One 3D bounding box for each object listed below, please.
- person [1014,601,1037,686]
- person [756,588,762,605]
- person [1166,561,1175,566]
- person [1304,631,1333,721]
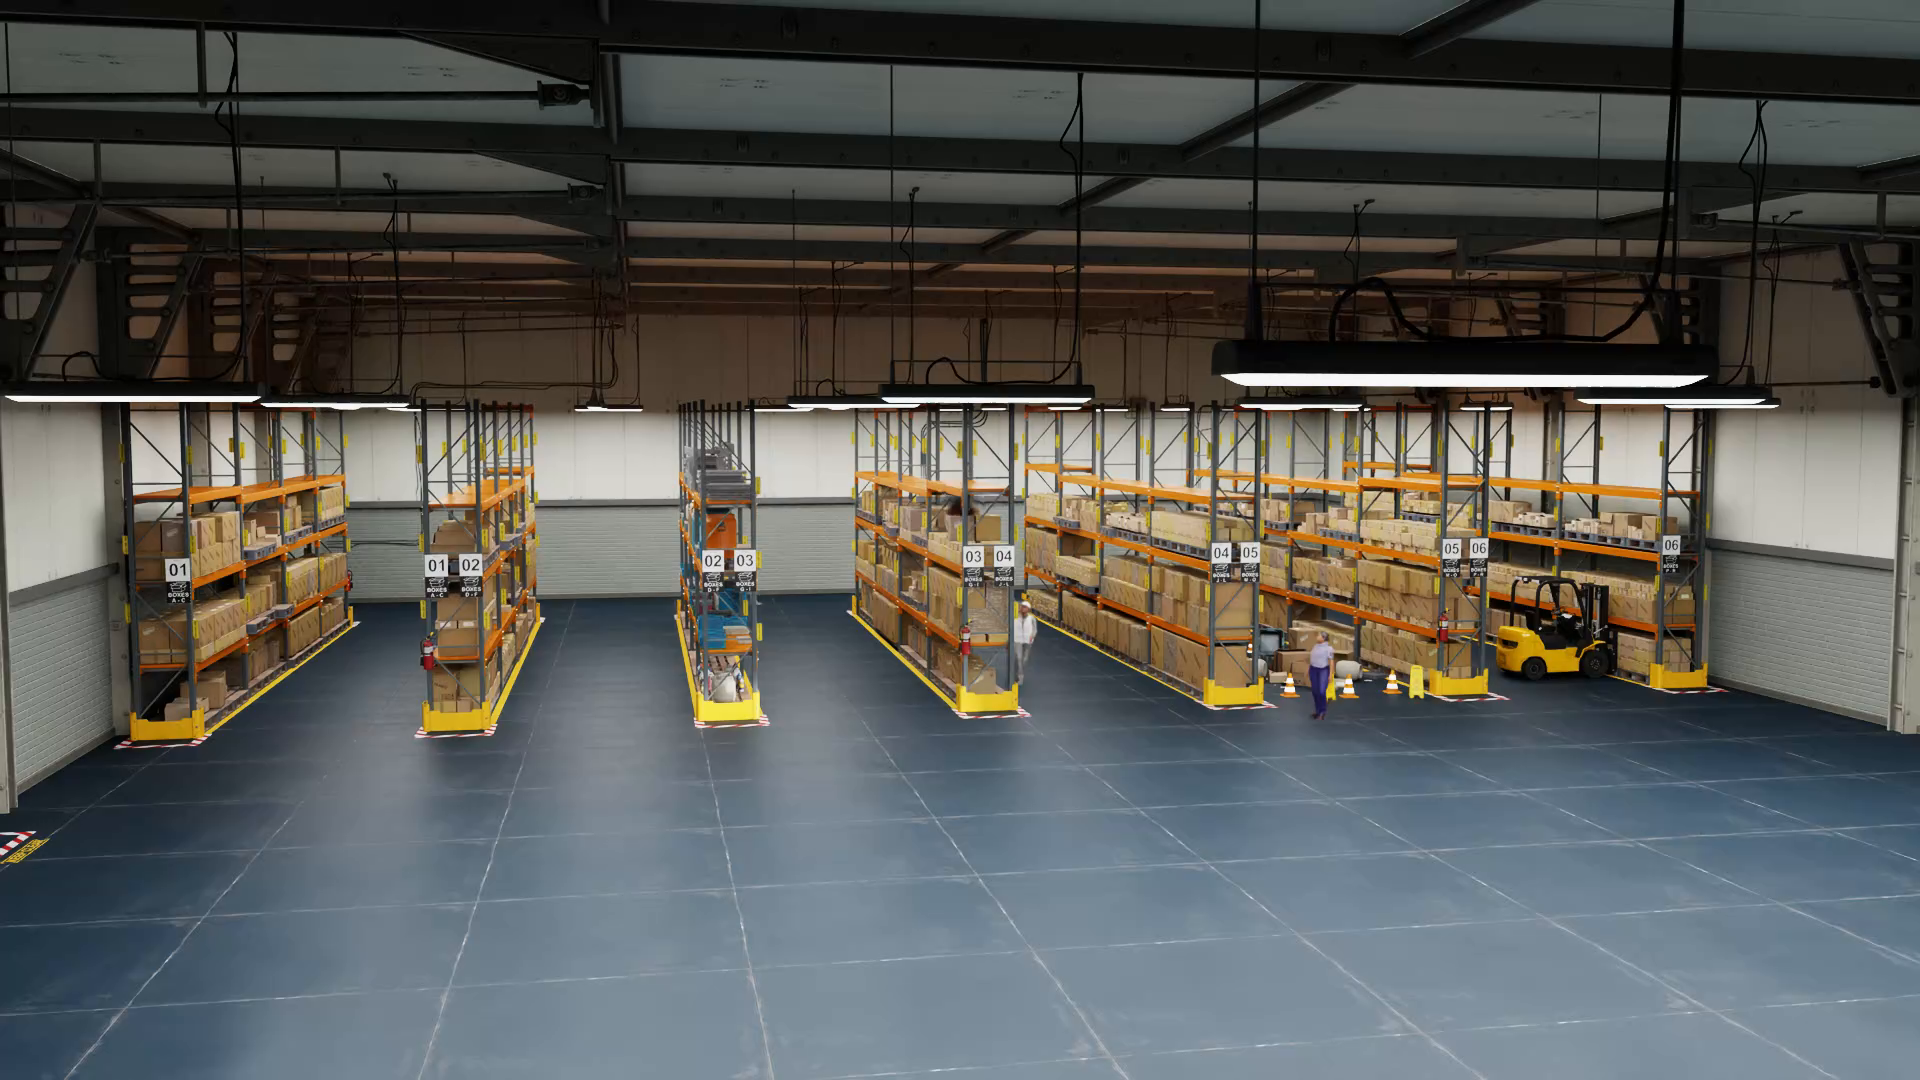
[{"bbox_3d":[1.348,2.201,35.570,0.589,1.755,0.941,-1,4,-10],"label":"person"},{"bbox_3d":[-6.384,1.144,49.747,0.907,1.631,0.545,0,4,1],"label":"person"},{"bbox_3d":[5.806,1.426,45.745,0.339,1.689,0.506,-2,5,-20],"label":"person"},{"bbox_3d":[6.762,2.575,31.343,0.563,1.730,0.503,3,5,35],"label":"person"}]
